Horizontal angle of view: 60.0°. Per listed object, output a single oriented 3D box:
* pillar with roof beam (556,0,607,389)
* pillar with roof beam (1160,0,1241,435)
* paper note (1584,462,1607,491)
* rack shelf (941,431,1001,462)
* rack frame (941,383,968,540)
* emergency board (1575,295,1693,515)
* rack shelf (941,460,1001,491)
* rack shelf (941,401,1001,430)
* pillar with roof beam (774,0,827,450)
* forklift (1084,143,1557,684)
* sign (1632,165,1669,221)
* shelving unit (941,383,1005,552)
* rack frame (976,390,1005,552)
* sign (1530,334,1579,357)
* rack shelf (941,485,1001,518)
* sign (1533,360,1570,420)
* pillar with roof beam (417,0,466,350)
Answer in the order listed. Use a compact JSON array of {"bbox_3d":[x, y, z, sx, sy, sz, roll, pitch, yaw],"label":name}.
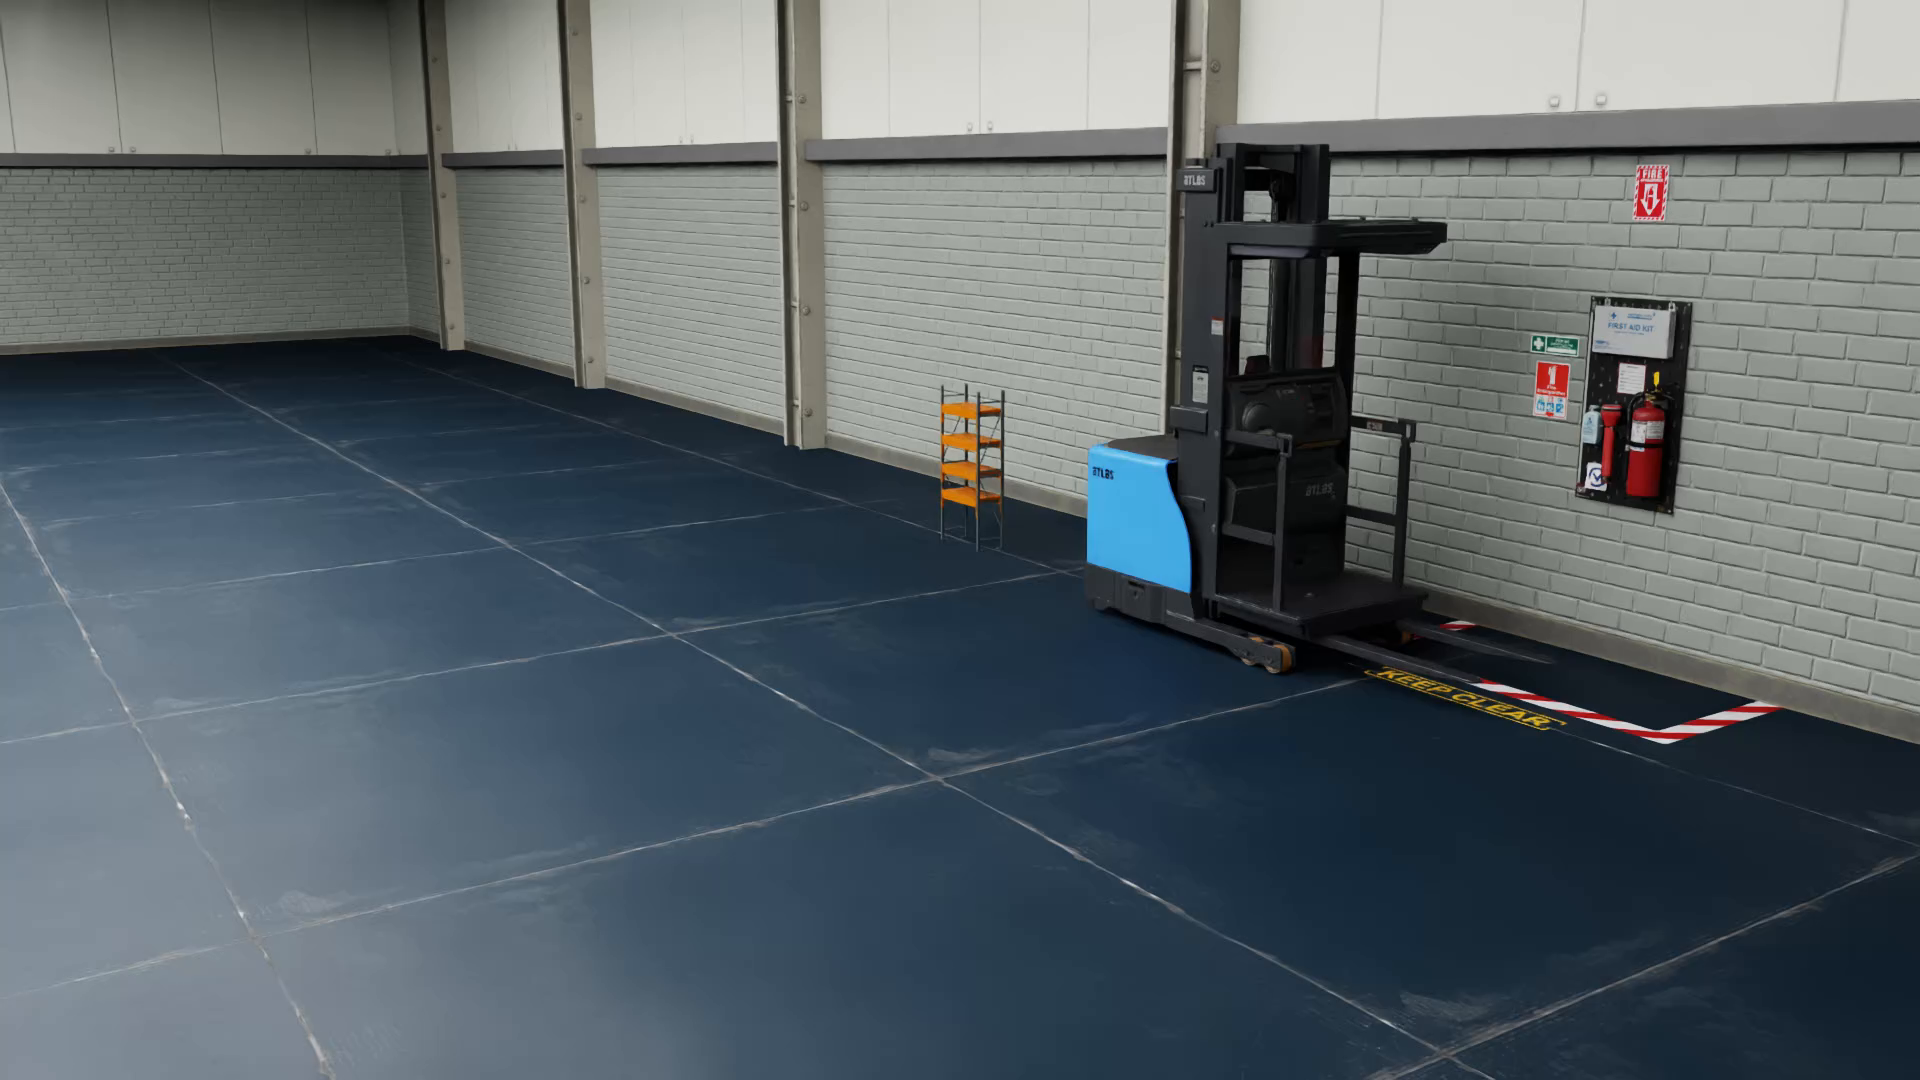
[{"bbox_3d":[-8.514,-5.934,18.933,9.100,9.000,0.400,-8,15,-33],"label":"pillar with roof beam"},{"bbox_3d":[-1.866,-3.800,9.174,9.100,9.000,0.400,-8,15,-33],"label":"pillar with roof beam"},{"bbox_3d":[3.664,-0.365,9.571,0.016,0.148,0.142,-8,15,-33],"label":"paper note"},{"bbox_3d":[0.092,-0.710,12.566,0.258,0.148,0.480,-8,15,-33],"label":"rack shelf"},{"bbox_3d":[-0.043,-0.600,12.797,0.240,1.200,0.015,-8,15,-33],"label":"rack frame"},{"bbox_3d":[3.705,-0.756,9.295,0.194,1.169,0.643,-8,15,-33],"label":"emergency board"},{"bbox_3d":[0.092,-0.491,12.613,0.258,0.148,0.480,-8,15,-33],"label":"rack shelf"},{"bbox_3d":[0.092,-0.941,12.515,0.258,0.148,0.480,-8,15,-33],"label":"rack shelf"},{"bbox_3d":[-5.190,-4.867,14.053,9.100,9.000,0.400,-8,15,-33],"label":"pillar with roof beam"},{"bbox_3d":[2.051,-0.792,9.622,1.130,2.935,3.031,-8,15,-34],"label":"forklift"},{"bbox_3d":[3.784,-1.901,9.108,0.001,0.298,0.199,-8,15,-33],"label":"sign"},{"bbox_3d":[0.092,-0.557,12.599,0.258,1.200,0.503,-8,15,-33],"label":"shelving unit"},{"bbox_3d":[0.227,-0.513,12.401,0.240,1.200,0.015,-8,15,-33],"label":"rack frame"},{"bbox_3d":[3.480,-1.141,9.732,0.001,0.109,0.331,-8,15,-33],"label":"sign"},{"bbox_3d":[0.092,-0.297,12.656,0.258,0.148,0.480,-8,15,-33],"label":"rack shelf"},{"bbox_3d":[3.485,-0.884,9.797,0.001,0.329,0.234,-8,15,-33],"label":"sign"},{"bbox_3d":[-11.838,-7.001,23.812,9.100,9.000,0.400,-8,15,-33],"label":"pillar with roof beam"}]
